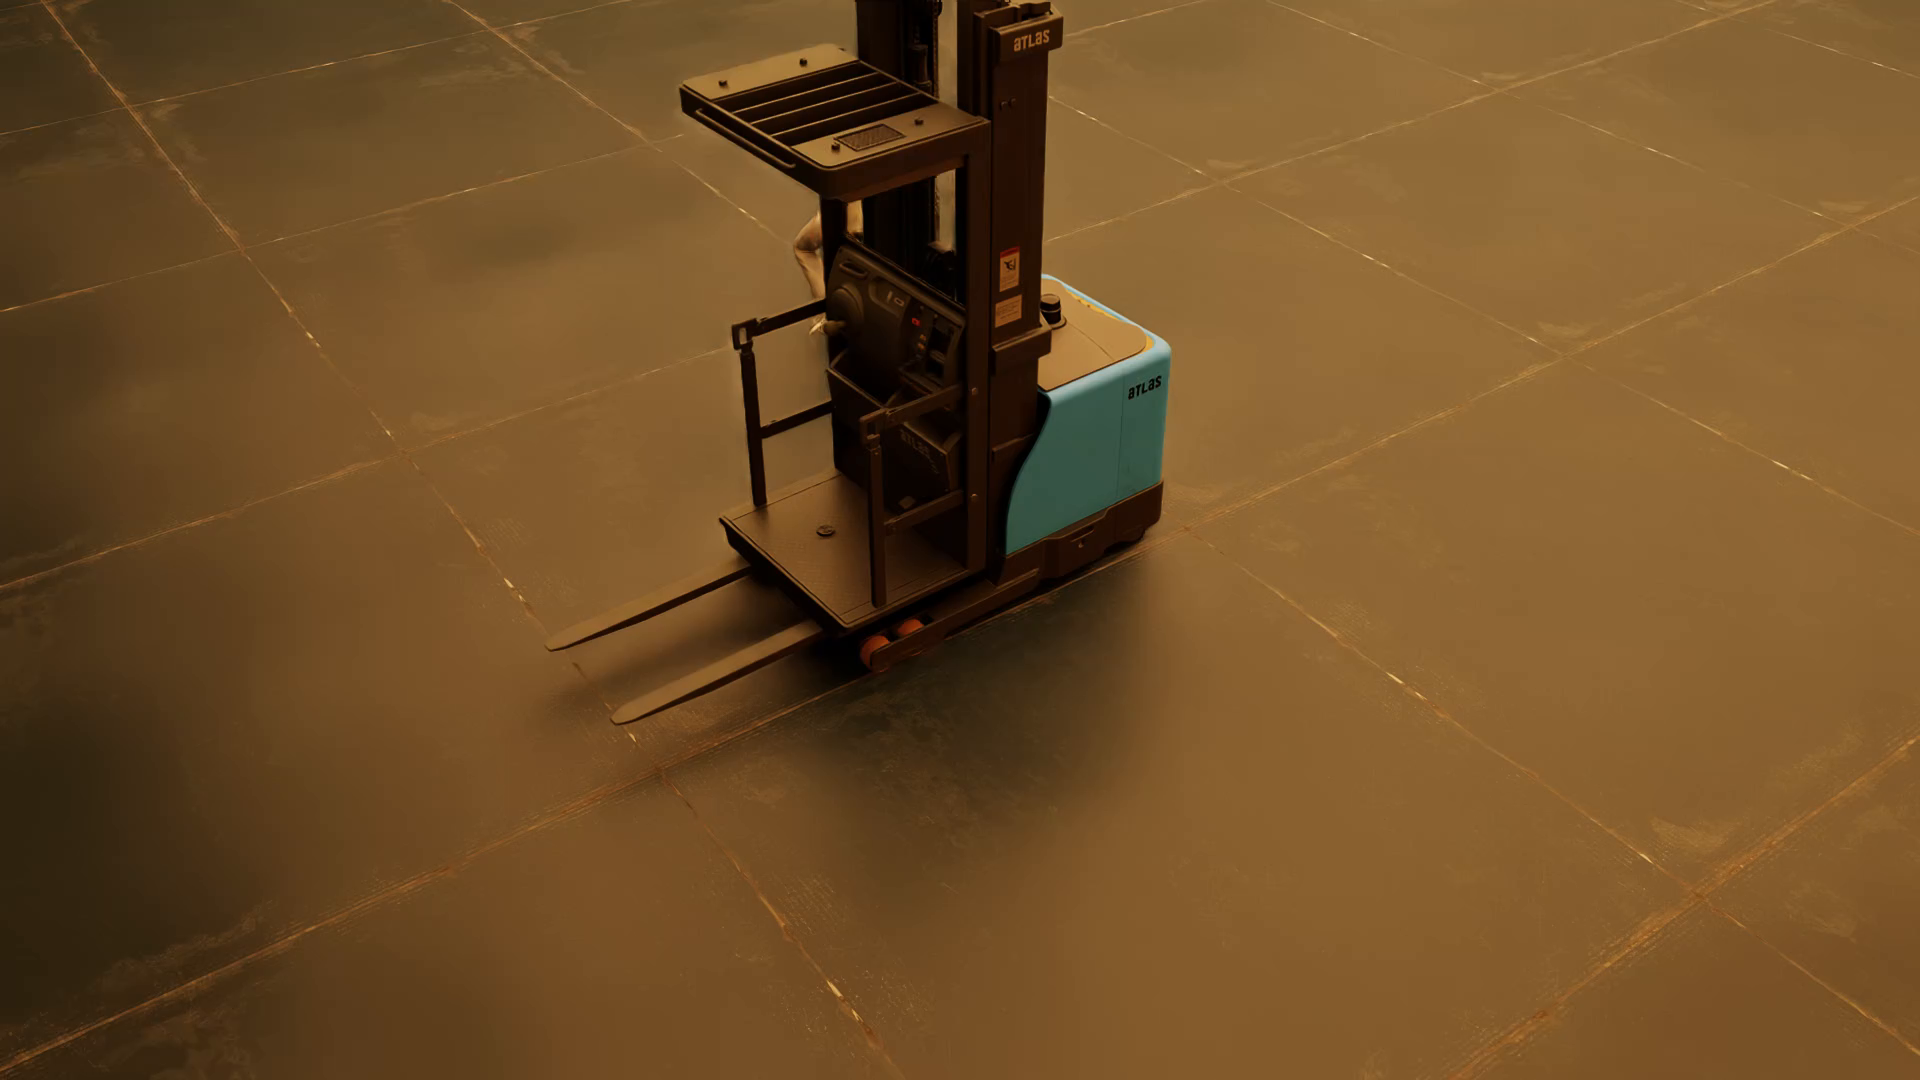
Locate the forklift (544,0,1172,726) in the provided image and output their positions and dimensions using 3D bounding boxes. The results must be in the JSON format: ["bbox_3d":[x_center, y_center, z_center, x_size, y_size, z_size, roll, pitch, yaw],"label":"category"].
[{"bbox_3d":[-0.455,-0.931,7.203,3.031,2.935,1.130,-25,43,-30],"label":"forklift"}]

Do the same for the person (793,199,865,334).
[{"bbox_3d":[-0.711,-1.899,9.718,0.648,1.512,0.580,-29,45,-33],"label":"person"}]
